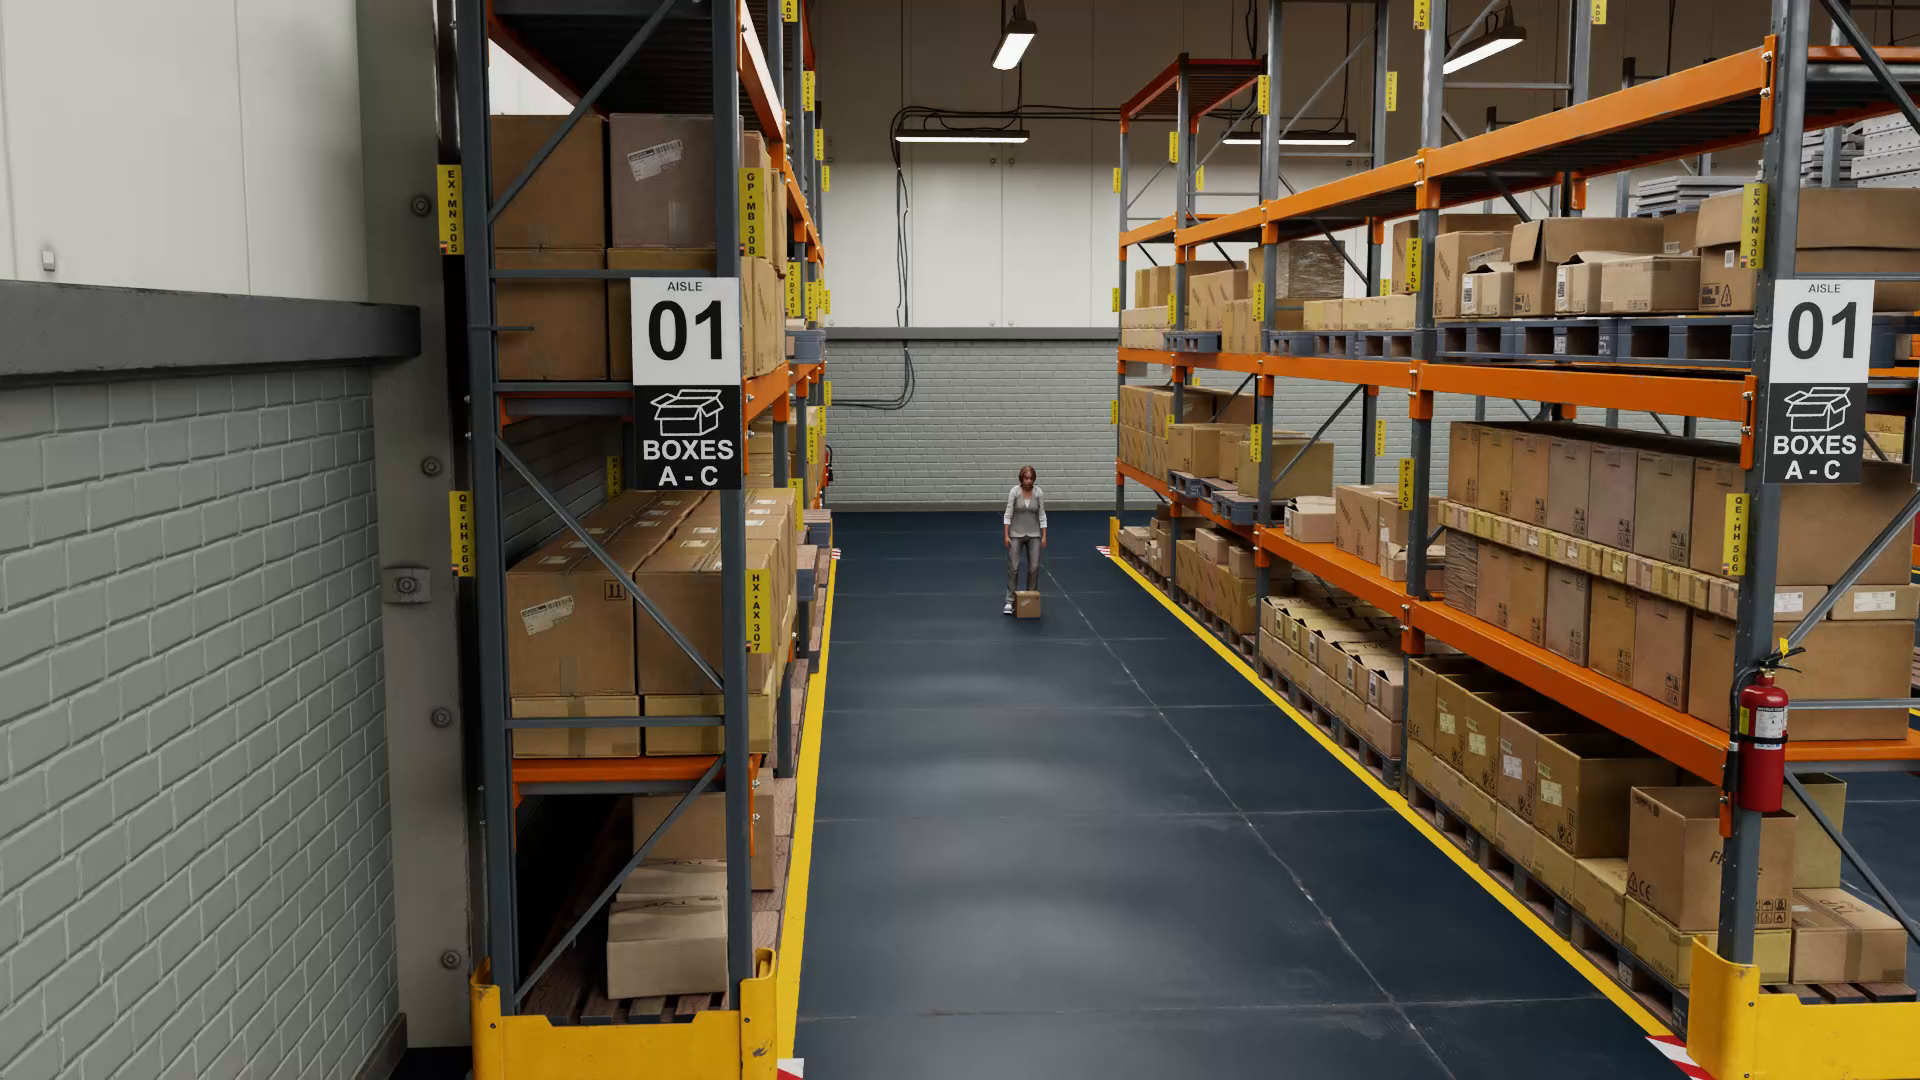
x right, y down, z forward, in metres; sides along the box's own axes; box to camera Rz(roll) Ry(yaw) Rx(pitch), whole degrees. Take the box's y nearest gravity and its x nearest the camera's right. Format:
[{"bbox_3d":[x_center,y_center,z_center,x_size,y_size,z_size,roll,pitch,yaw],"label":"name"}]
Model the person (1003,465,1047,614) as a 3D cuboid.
[{"bbox_3d":[0.697,-0.010,17.878,0.479,1.593,0.345,-1,7,-6],"label":"person"}]
